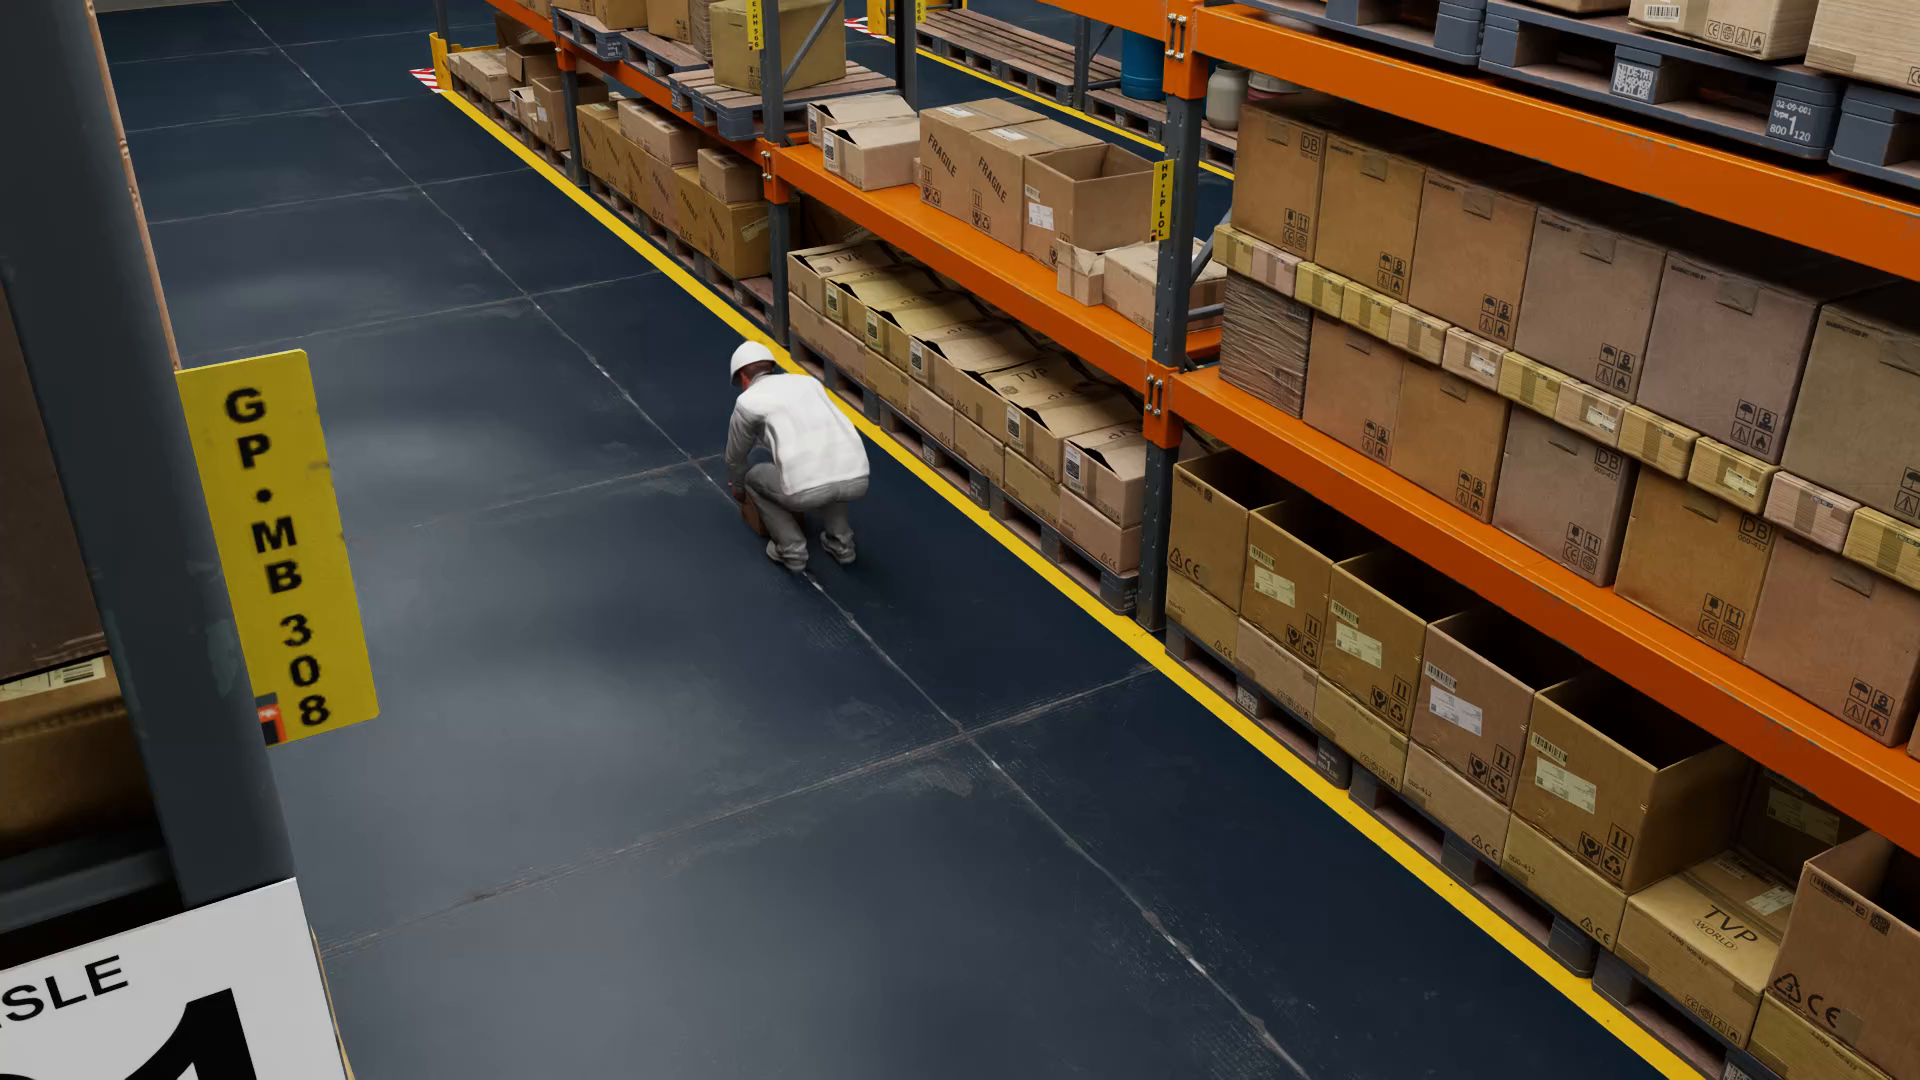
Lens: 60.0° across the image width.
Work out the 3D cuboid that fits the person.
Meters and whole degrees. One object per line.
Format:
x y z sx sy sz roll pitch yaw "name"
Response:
-0.820 -0.389 8.112 0.547 1.000 0.900 -16 33 -26 "person"
